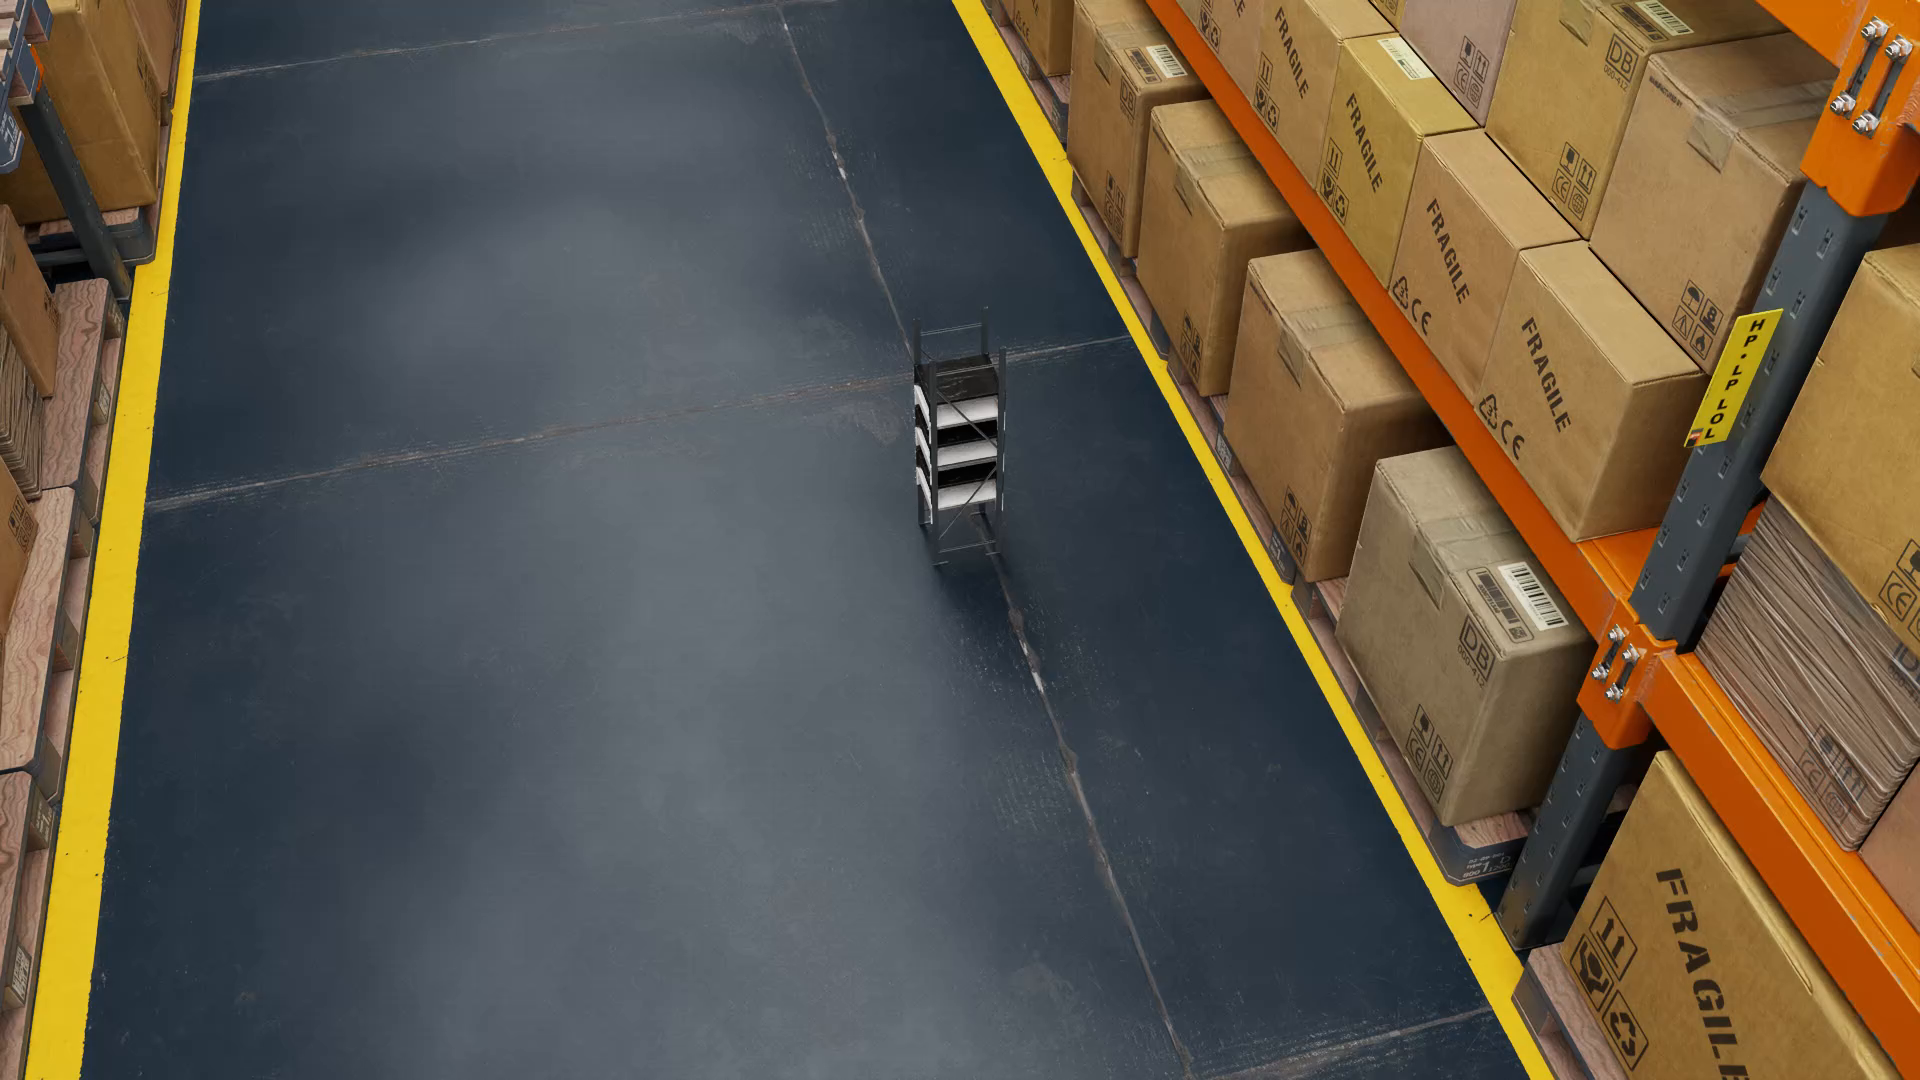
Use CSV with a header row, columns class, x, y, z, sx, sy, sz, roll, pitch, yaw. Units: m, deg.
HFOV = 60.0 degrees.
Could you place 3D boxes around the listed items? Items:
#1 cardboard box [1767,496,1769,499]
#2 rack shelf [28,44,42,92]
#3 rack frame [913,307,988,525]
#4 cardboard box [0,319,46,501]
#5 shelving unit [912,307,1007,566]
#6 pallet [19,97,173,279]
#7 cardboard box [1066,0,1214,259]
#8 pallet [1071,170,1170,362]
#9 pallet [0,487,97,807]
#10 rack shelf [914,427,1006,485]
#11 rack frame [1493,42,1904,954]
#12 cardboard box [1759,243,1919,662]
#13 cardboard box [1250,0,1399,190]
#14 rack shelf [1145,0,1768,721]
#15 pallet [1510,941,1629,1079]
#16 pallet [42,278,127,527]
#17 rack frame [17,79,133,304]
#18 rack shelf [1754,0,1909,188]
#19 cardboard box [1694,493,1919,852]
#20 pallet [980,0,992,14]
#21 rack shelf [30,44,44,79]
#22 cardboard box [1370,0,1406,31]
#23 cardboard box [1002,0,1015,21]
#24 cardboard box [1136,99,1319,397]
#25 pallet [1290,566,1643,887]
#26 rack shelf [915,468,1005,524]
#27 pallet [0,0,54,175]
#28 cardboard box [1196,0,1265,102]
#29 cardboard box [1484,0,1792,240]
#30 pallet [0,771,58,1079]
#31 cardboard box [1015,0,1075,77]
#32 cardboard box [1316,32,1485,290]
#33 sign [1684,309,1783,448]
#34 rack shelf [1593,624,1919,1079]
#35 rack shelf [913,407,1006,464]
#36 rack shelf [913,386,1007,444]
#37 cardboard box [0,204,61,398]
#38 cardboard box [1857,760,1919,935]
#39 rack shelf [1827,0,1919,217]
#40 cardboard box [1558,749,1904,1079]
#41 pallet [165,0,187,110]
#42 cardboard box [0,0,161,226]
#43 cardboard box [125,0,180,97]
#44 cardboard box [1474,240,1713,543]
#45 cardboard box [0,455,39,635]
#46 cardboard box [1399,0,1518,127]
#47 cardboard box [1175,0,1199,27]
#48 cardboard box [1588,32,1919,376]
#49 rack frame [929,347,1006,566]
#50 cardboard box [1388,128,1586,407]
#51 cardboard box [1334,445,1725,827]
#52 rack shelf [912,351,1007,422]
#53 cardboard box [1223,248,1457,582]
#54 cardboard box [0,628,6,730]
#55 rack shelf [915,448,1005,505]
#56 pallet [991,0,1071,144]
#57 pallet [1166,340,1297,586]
class,x,y,z,sx,sy,sz,roll,pitch,yaw
cardboard box,2.133,-0.482,4.052,0.500,0.500,0.500,-10,46,-10
rack shelf,-3.325,-0.327,4.474,1.077,0.370,4.000,-11,47,-10
rack frame,-0.028,-0.391,5.503,0.240,0.900,0.006,-11,47,-10
cardboard box,-3.492,-0.399,5.483,0.700,0.500,0.500,-14,47,-14
shelving unit,-0.002,-0.321,5.434,0.258,0.900,0.210,-11,47,-10
pallet,-3.966,-1.541,7.113,1.003,0.211,1.213,-11,47,-10
cardboard box,1.053,-1.719,6.616,1.050,0.750,0.750,-11,47,-11
pallet,1.113,-1.262,6.839,1.003,0.211,1.213,-11,47,-10
pallet,-3.330,0.397,5.213,1.003,0.211,1.213,-11,47,-10
rack shelf,-0.002,-0.297,5.458,0.258,0.077,0.200,-11,47,-10
rack frame,2.008,-0.035,3.684,1.000,3.000,0.127,-11,47,-10
cardboard box,2.069,-0.204,2.989,0.875,0.550,0.550,-11,47,-10
cardboard box,1.225,-1.429,4.980,0.500,0.500,0.500,-11,47,-11
rack shelf,1.496,-1.164,5.294,1.077,0.370,4.000,-11,47,-10
pallet,2.127,1.481,4.151,1.003,0.211,1.213,-11,47,-10
pallet,-3.638,-0.443,6.037,1.003,0.211,1.213,-11,47,-10
rack frame,-3.837,-1.959,5.570,1.000,3.000,0.127,-11,47,-10
rack shelf,1.496,-2.214,4.223,1.077,0.370,4.000,-11,47,-10
cardboard box,2.114,0.165,3.383,0.875,0.550,0.550,-11,47,-10
pallet,0.476,-3.201,8.739,1.003,0.211,1.213,-11,47,-10
rack shelf,-4.349,-3.088,7.180,1.077,0.370,4.000,-11,47,-10
cardboard box,1.484,-1.814,4.657,0.700,0.500,0.500,-11,47,-11
cardboard box,0.433,-2.834,7.883,0.500,0.500,0.500,-9,46,-9
cardboard box,1.280,-1.116,6.025,1.050,0.750,0.750,-10,46,-10
pallet,1.737,0.422,5.188,1.003,0.211,1.213,-11,47,-10
rack shelf,-0.002,-0.171,5.586,0.258,0.077,0.200,-11,47,-10
pallet,-3.552,-1.420,5.175,1.213,0.211,1.003,-11,47,-10
cardboard box,1.099,-1.773,5.318,0.500,0.500,0.500,-11,47,-10
cardboard box,1.741,-1.116,3.974,0.700,0.500,0.500,-11,47,-11
pallet,-3.014,1.241,4.386,1.003,0.211,1.213,-11,47,-10
cardboard box,0.562,-2.475,7.531,0.500,0.500,0.500,-11,47,-11
cardboard box,1.357,-1.079,4.637,0.500,0.500,0.500,-10,46,-10
sign,1.486,-0.306,3.195,0.100,0.325,0.005,-11,47,-10
rack shelf,2.520,1.598,2.587,1.077,0.370,4.000,-11,47,-10
rack shelf,-0.002,-0.360,5.394,0.258,0.077,0.200,-11,47,-10
rack shelf,-0.002,-0.423,5.329,0.258,0.077,0.200,-11,47,-10
cardboard box,-3.646,-0.779,5.856,0.700,0.500,0.500,-13,47,-12
cardboard box,2.276,0.541,3.015,0.875,0.550,0.550,-11,47,-10
rack shelf,2.520,0.548,1.516,1.077,0.370,4.000,-11,47,-10
cardboard box,2.101,1.009,3.855,0.875,0.875,0.875,-10,46,-10
pallet,-4.275,-2.382,7.937,1.003,0.211,1.213,-11,47,-10
cardboard box,-3.994,-1.843,6.649,1.225,0.875,0.875,-13,47,-12
cardboard box,-4.214,-2.460,7.254,1.225,0.875,0.875,-11,47,-10
cardboard box,1.616,-0.381,3.953,0.500,0.500,0.500,-11,47,-11
cardboard box,-3.340,-0.009,5.100,0.700,0.500,0.500,-7,46,-7
cardboard box,1.612,-1.465,4.315,0.700,0.500,0.500,-10,46,-10
cardboard box,0.970,-2.121,5.659,0.500,0.500,0.500,-11,47,-11
cardboard box,1.875,-0.761,3.626,0.700,0.500,0.500,-11,47,-11
rack frame,0.024,-0.250,5.365,0.240,0.900,0.006,-11,47,-10
cardboard box,1.486,-0.730,4.295,0.500,0.500,0.500,-11,47,-11
cardboard box,1.762,0.194,4.741,1.050,0.750,0.750,-11,47,-11
rack shelf,-0.002,-0.486,5.265,0.258,0.077,0.200,-11,47,-10
cardboard box,1.518,-0.473,5.395,1.050,0.750,0.750,-11,47,-10
cardboard box,-3.197,0.377,4.723,0.700,0.500,0.500,-14,47,-14
rack shelf,-0.002,-0.234,5.522,0.258,0.077,0.200,-11,47,-10
pallet,0.785,-2.360,7.915,1.003,0.211,1.213,-11,47,-10
pallet,1.421,-0.422,6.015,1.003,0.211,1.213,-11,47,-10
